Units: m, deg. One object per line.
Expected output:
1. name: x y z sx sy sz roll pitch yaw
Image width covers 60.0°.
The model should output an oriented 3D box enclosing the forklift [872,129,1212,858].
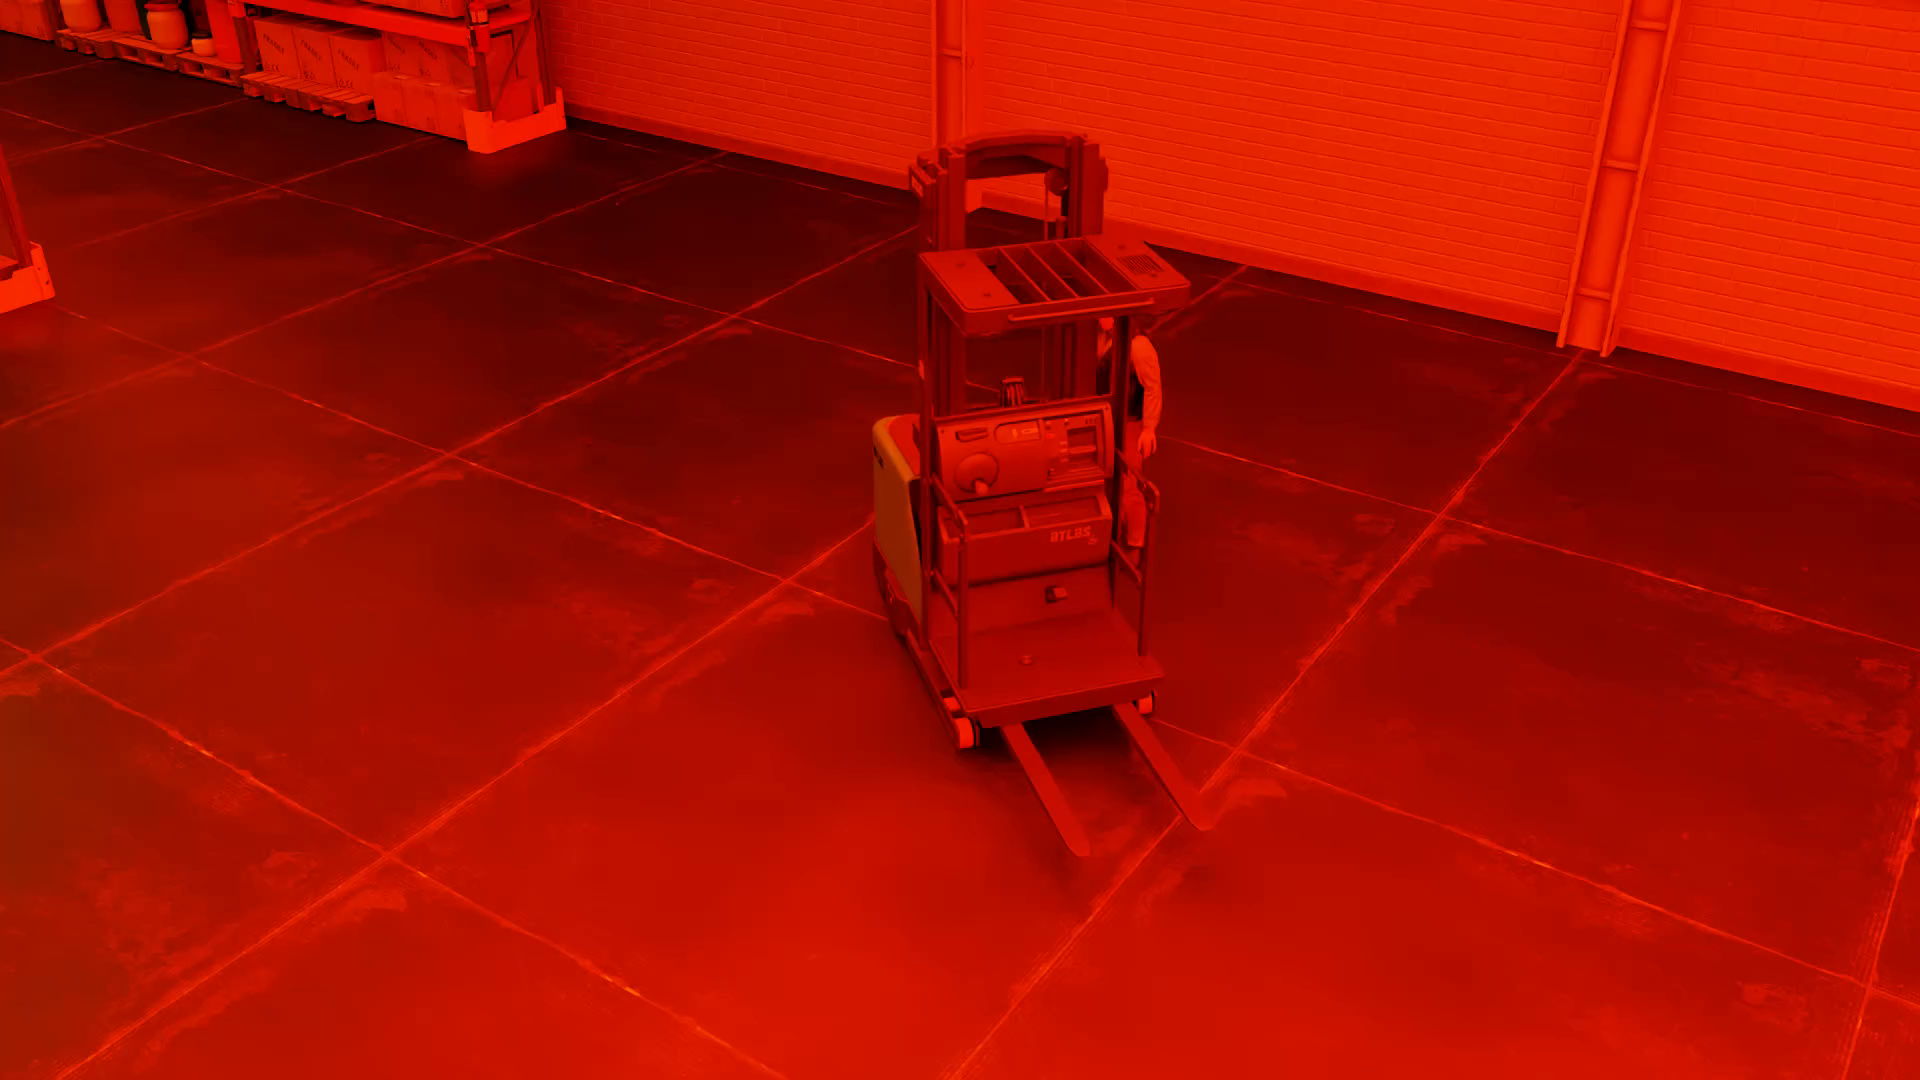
1. forklift: 0.406 -0.406 8.281 1.130 2.935 3.031 -9 31 -15

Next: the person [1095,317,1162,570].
1. person: 0.970 -0.744 10.098 0.387 1.695 0.817 -17 34 -27
